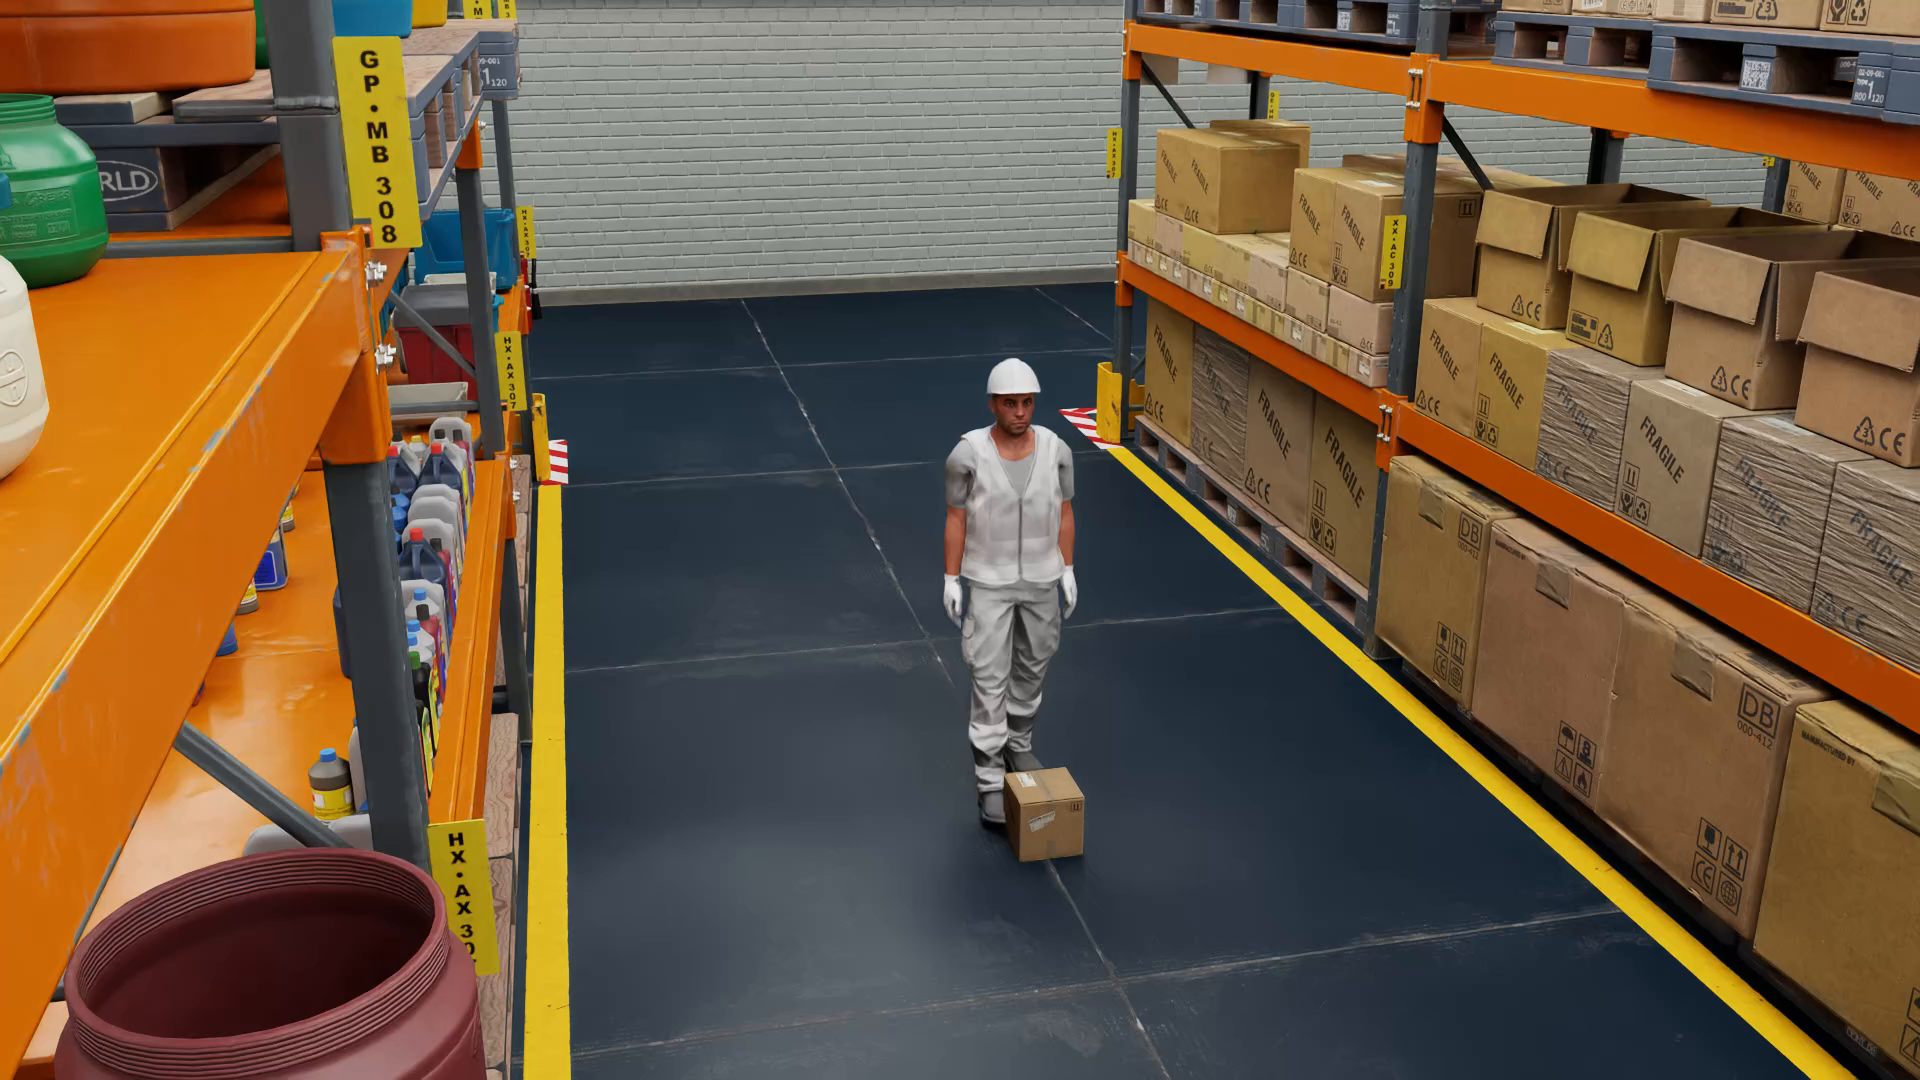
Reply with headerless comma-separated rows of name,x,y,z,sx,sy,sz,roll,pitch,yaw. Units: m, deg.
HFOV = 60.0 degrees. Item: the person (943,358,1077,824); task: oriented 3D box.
person,0.219,0.188,6.489,0.544,1.790,0.655,-4,20,-12
